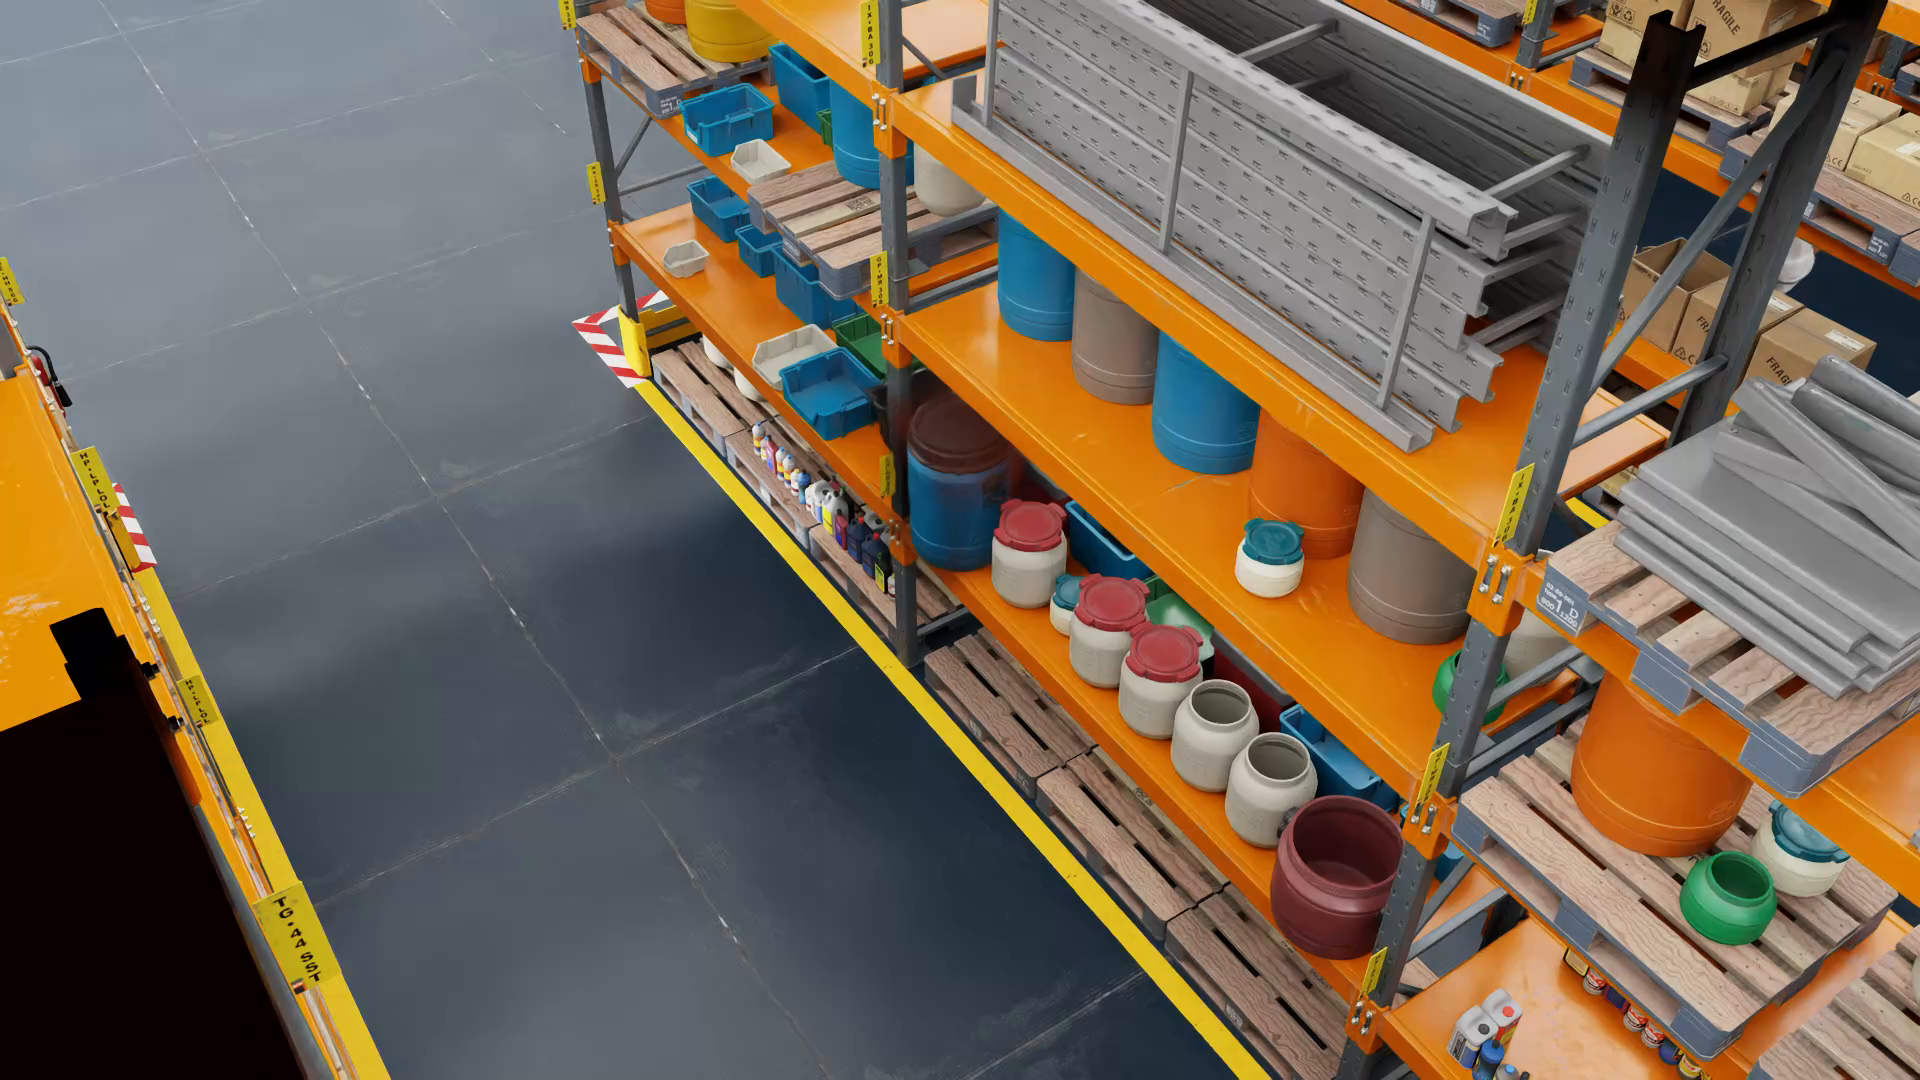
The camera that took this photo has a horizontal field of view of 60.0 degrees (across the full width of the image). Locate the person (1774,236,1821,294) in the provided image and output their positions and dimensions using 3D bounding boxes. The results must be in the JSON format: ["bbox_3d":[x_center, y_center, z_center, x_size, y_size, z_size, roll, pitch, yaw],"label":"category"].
[{"bbox_3d":[6.337,-2.022,12.669,0.620,1.764,0.702,-28,49,-27],"label":"person"}]
